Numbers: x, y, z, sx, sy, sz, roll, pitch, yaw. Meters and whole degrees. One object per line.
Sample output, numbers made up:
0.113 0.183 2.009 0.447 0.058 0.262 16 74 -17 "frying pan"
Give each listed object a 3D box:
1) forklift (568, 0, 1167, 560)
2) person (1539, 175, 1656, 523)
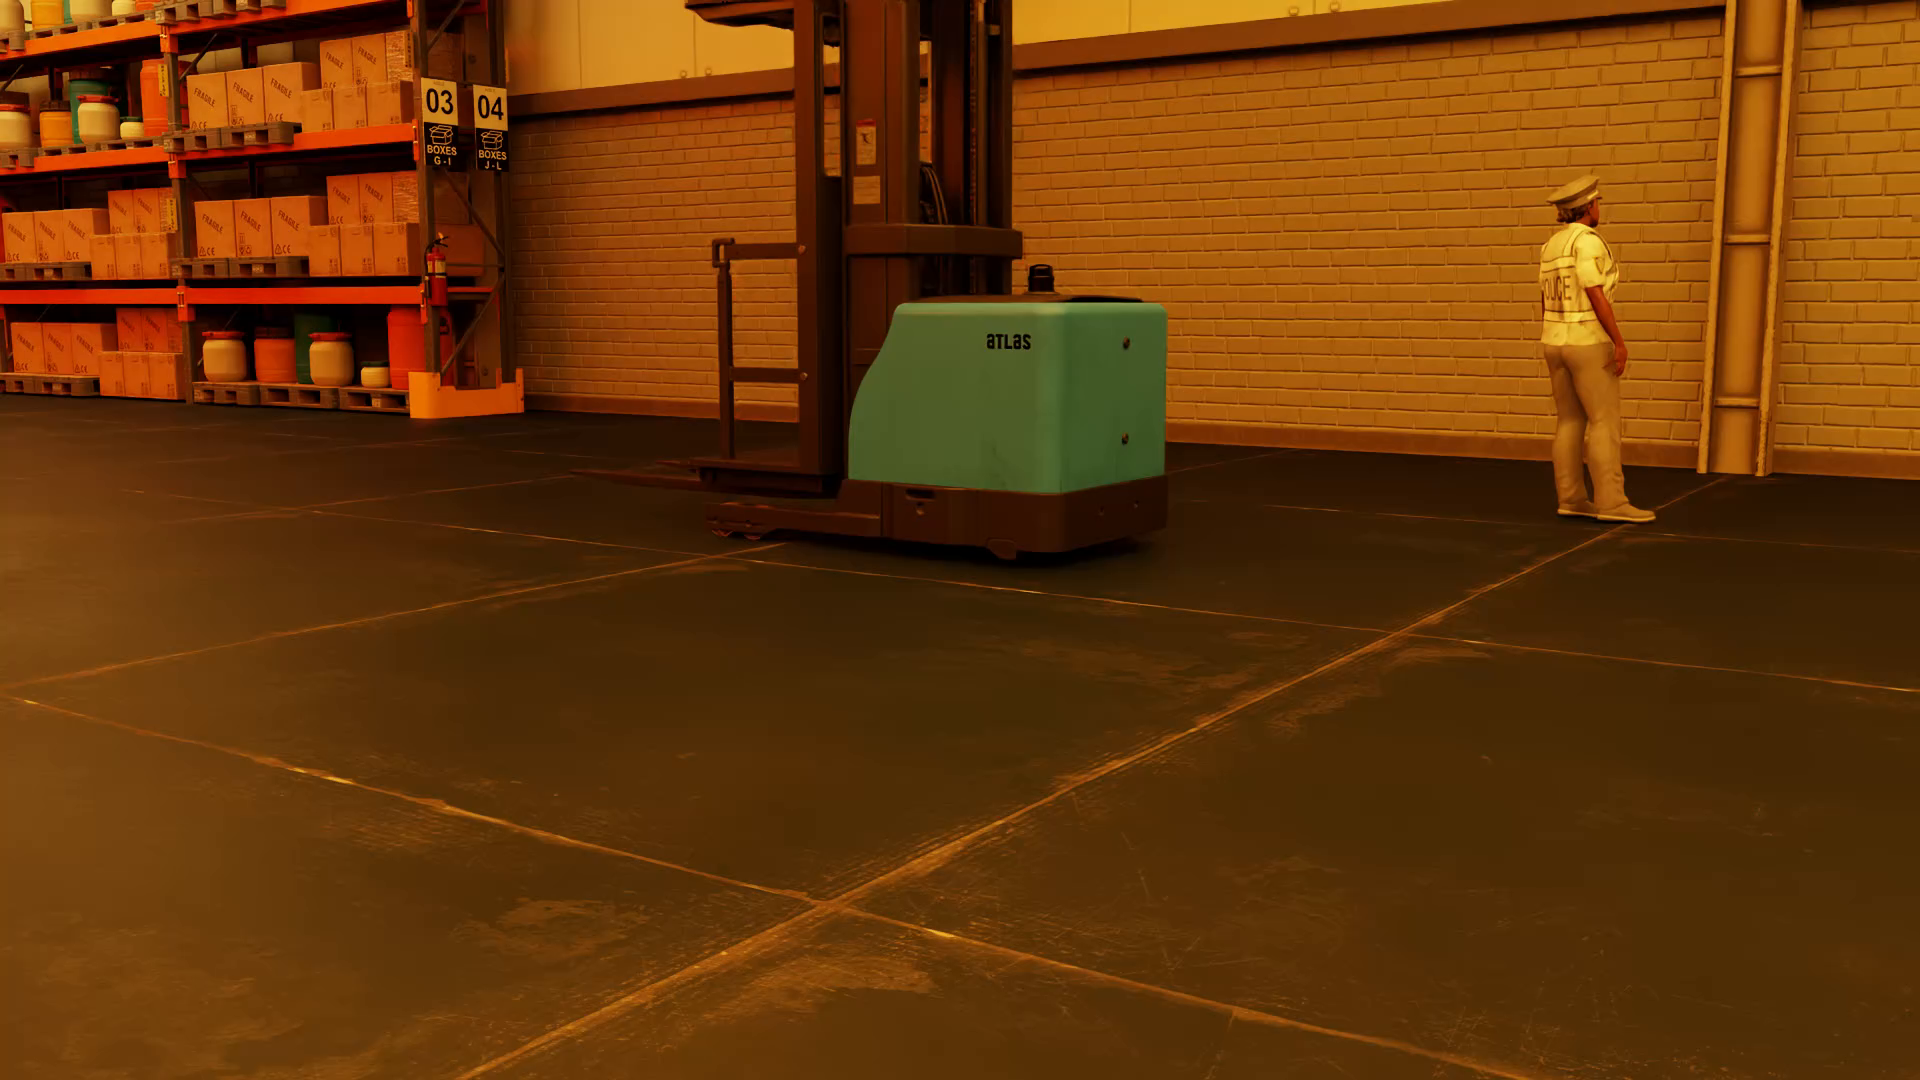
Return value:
-0.572 -1.503 7.762 3.031 2.935 1.130 6 10 34 "forklift"
3.145 -0.950 8.266 0.503 1.704 0.547 -2 8 -12 "person"
